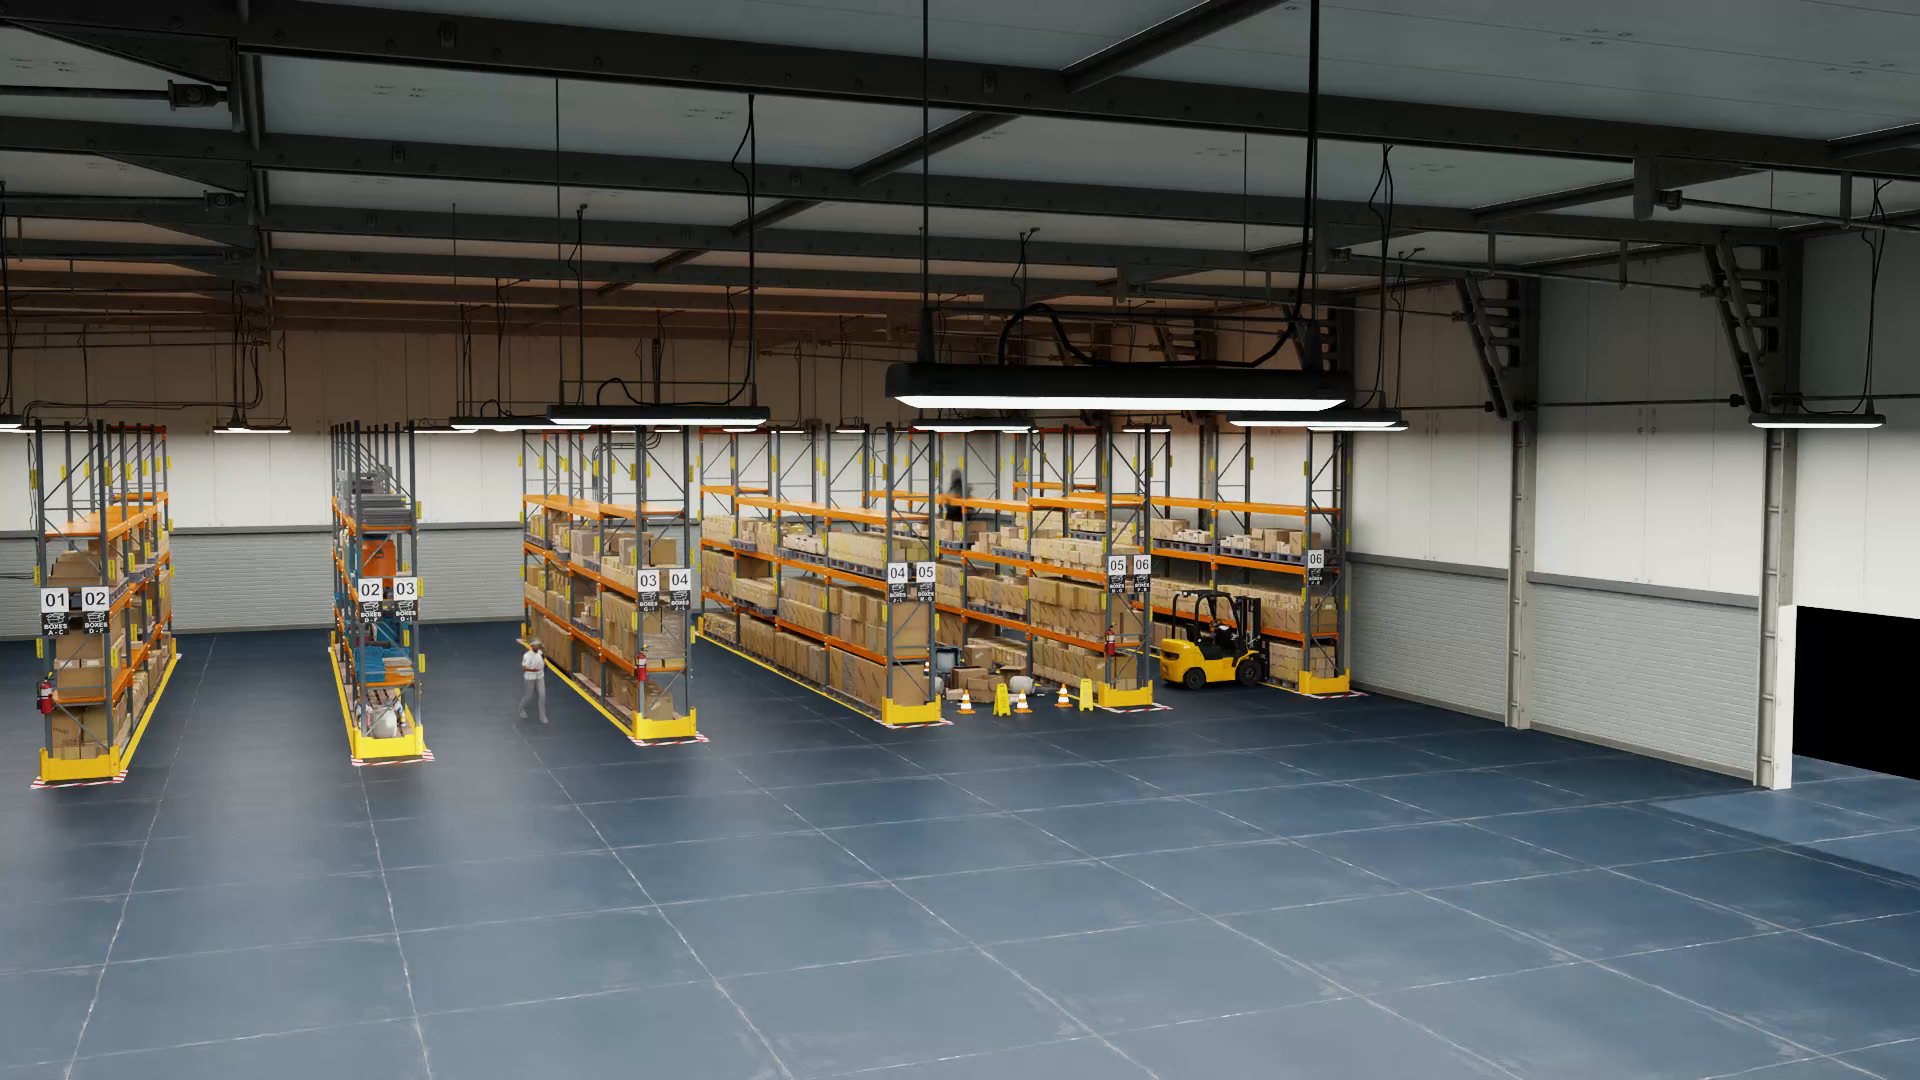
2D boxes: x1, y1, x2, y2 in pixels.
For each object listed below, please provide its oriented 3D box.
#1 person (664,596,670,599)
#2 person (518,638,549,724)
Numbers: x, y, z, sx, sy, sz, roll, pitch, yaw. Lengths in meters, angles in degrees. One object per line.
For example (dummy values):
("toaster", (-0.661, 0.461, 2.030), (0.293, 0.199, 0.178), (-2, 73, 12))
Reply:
("person", (-8.224, 1.991, 46.438), (0.633, 1.622, 0.892), (-1, 4, -10))
("person", (-8.551, 2.789, 33.320), (0.549, 1.696, 0.924), (-3, 5, -43))
